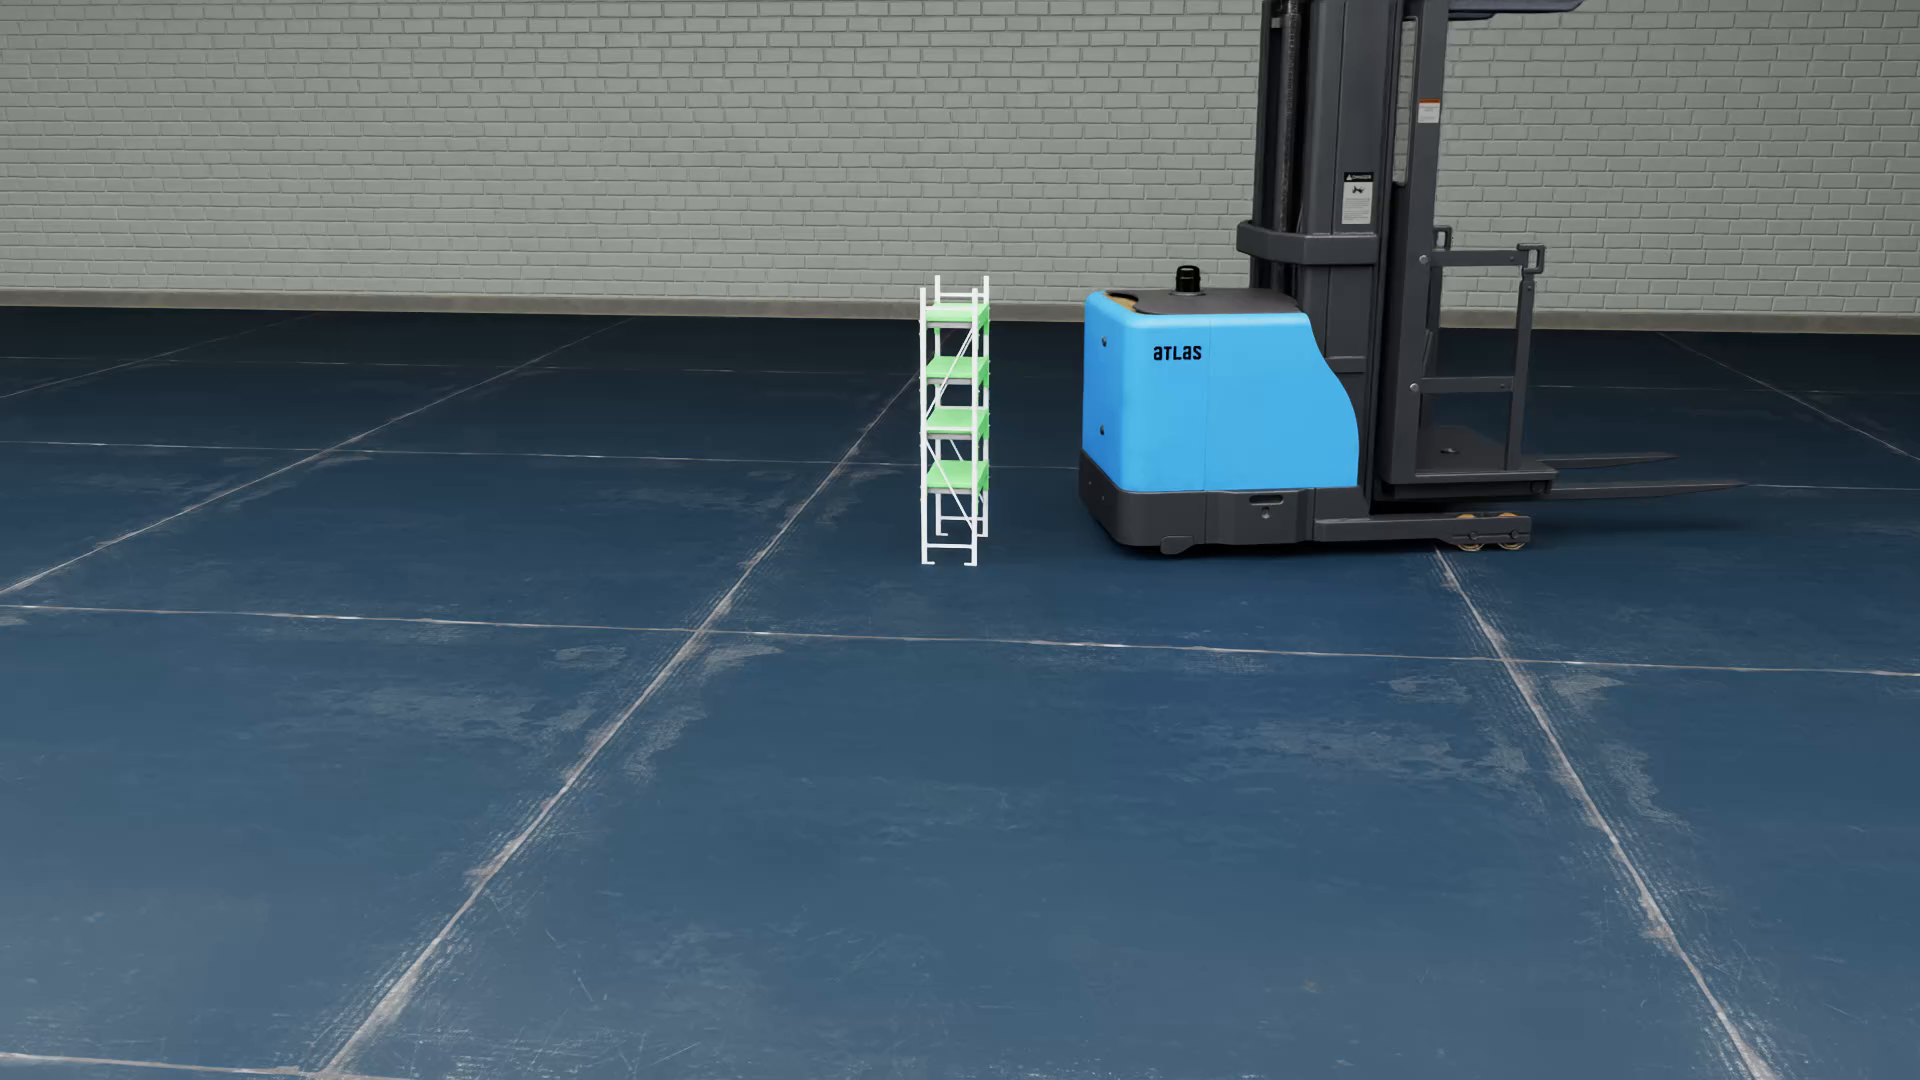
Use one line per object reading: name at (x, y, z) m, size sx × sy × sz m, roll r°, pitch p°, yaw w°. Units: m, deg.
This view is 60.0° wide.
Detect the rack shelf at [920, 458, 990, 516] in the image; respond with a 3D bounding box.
rack shelf at (-0.019, -0.243, 7.426) m, size 0.258 × 0.148 × 0.480 m, roll 2°, pitch 15°, yaw 6°

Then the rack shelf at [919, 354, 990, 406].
rack shelf at (-0.019, -0.706, 7.301) m, size 0.258 × 0.148 × 0.480 m, roll 2°, pitch 15°, yaw 6°

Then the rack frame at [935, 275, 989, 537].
rack frame at (0.009, -0.600, 7.581) m, size 0.240 × 1.200 × 0.015 m, roll 2°, pitch 15°, yaw 6°

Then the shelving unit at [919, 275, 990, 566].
shelving unit at (-0.019, -0.536, 7.347) m, size 0.258 × 1.200 × 0.503 m, roll 2°, pitch 15°, yaw 6°

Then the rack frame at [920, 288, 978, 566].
rack frame at (-0.046, -0.473, 7.113) m, size 0.240 × 1.200 × 0.015 m, roll 2°, pitch 15°, yaw 6°

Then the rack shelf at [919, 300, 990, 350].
rack shelf at (-0.019, -0.938, 7.238) m, size 0.258 × 0.148 × 0.480 m, roll 2°, pitch 15°, yaw 6°

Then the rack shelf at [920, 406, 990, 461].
rack shelf at (-0.019, -0.475, 7.363) m, size 0.258 × 0.148 × 0.480 m, roll 2°, pitch 15°, yaw 6°

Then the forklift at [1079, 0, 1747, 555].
forklift at (2.140, -1.498, 7.588) m, size 3.031 × 2.935 × 1.130 m, roll -2°, pitch 15°, yaw -7°
